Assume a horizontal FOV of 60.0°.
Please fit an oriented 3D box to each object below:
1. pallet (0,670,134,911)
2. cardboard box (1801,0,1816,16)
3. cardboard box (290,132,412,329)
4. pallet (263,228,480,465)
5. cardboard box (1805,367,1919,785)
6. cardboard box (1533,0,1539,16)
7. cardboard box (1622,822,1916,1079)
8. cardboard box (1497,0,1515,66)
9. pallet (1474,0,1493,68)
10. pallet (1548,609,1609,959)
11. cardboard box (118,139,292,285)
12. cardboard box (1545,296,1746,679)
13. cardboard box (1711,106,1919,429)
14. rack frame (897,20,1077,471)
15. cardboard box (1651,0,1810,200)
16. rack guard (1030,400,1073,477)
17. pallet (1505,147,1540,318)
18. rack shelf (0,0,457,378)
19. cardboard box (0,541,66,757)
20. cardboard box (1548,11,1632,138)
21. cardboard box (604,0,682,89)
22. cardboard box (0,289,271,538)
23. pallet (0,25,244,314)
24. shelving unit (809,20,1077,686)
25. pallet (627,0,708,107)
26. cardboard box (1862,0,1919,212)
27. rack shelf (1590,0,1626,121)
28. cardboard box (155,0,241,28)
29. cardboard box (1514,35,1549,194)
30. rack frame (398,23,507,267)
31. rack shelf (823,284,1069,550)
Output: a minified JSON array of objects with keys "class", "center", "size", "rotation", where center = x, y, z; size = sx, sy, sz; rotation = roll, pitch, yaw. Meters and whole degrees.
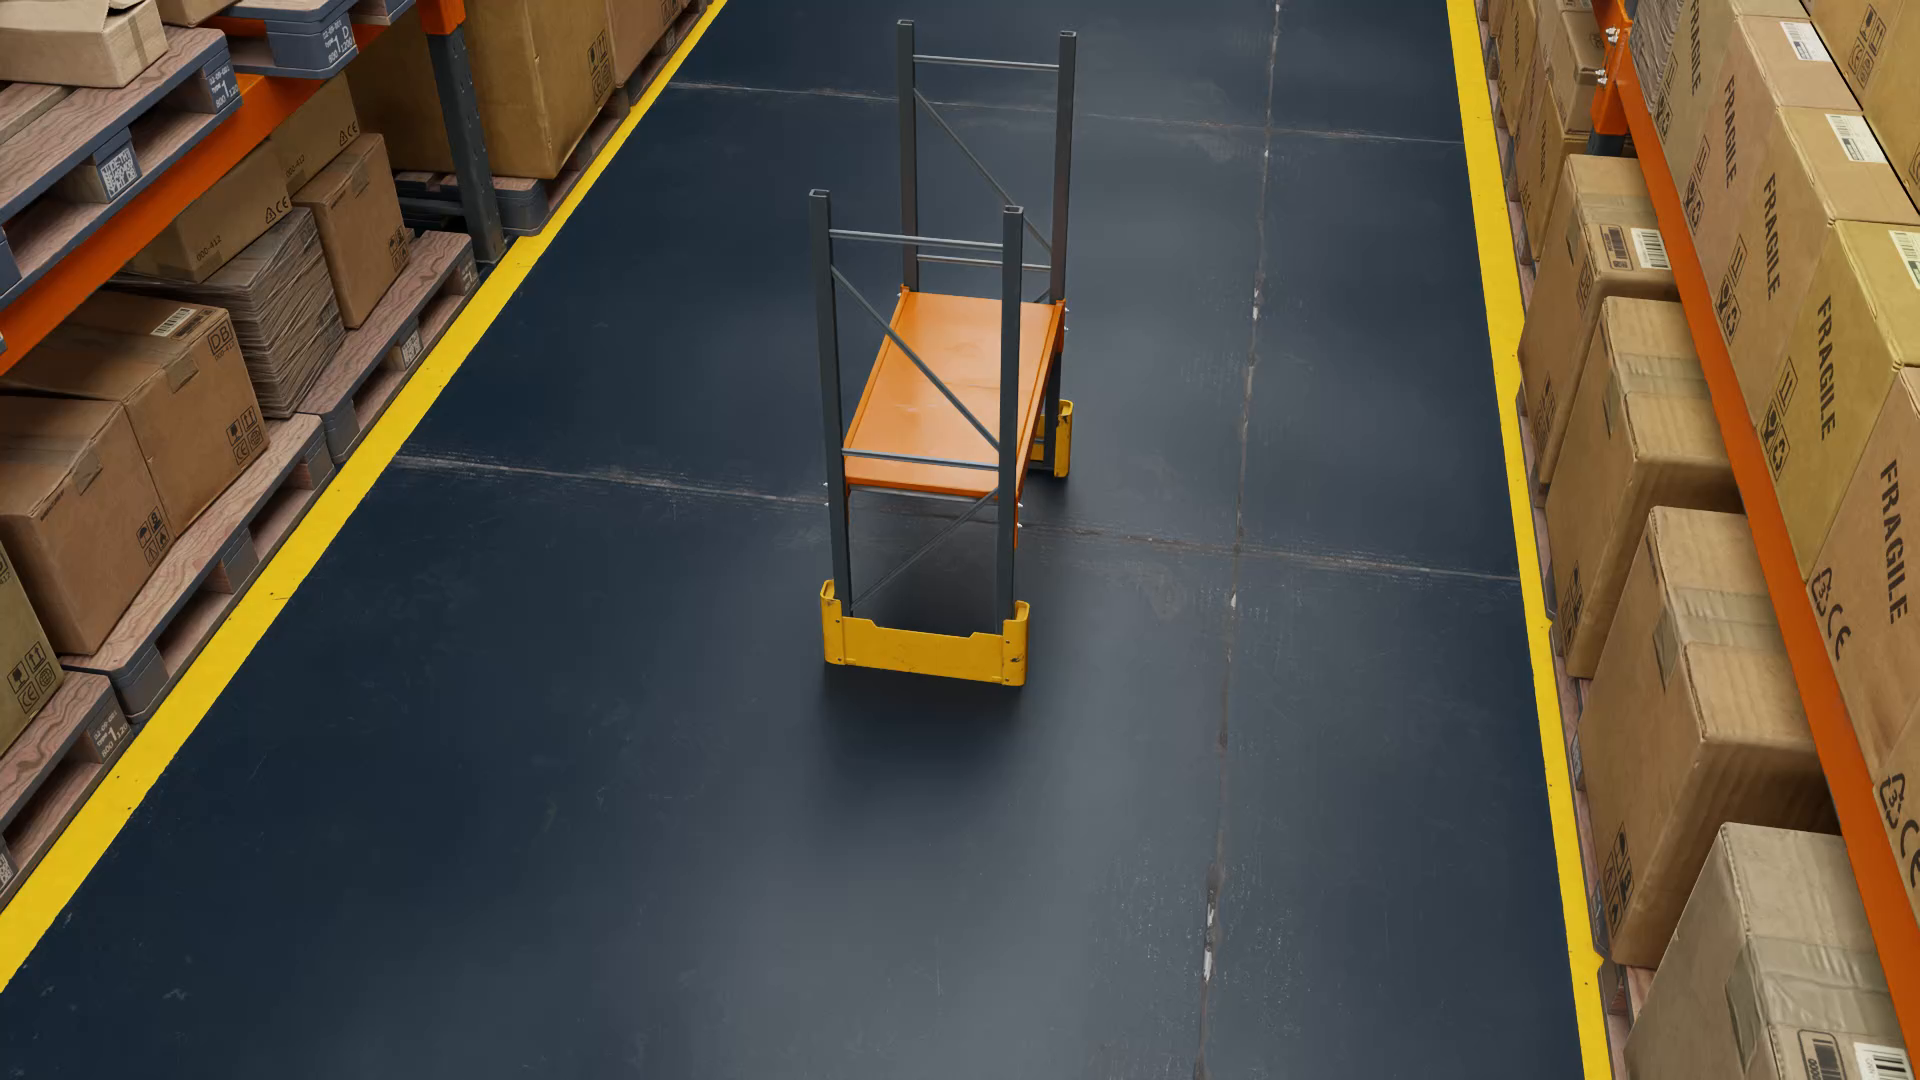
[{"class":"pallet","center":[-2.871,0.770,4.153],"size":[1.003,0.211,1.213],"rotation":[6,40,8]},{"class":"cardboard box","center":[2.381,-1.541,3.897],"size":[0.700,0.500,0.500],"rotation":[6,40,7]},{"class":"cardboard box","center":[-2.409,-1.110,5.854],"size":[0.700,0.500,0.500],"rotation":[4,40,5]},{"class":"pallet","center":[-2.449,-0.761,6.005],"size":[1.003,0.211,1.213],"rotation":[6,40,8]},{"class":"cardboard box","center":[1.777,0.082,2.718],"size":[0.500,0.500,0.500],"rotation":[6,40,7]},{"class":"cardboard box","center":[2.595,-2.297,6.718],"size":[0.500,0.250,0.500],"rotation":[7,40,9]},{"class":"cardboard box","center":[1.882,1.100,3.001],"size":[1.050,0.750,0.750],"rotation":[6,40,7]},{"class":"cardboard box","center":[2.691,-2.328,7.343],"size":[0.500,0.500,0.500],"rotation":[7,40,8]},{"class":"pallet","center":[3.114,-2.663,8.305],"size":[1.003,0.211,1.213],"rotation":[6,40,8]},{"class":"pallet","center":[2.131,0.609,4.348],"size":[1.003,0.211,1.213],"rotation":[6,40,8]},{"class":"cardboard box","center":[-2.481,-1.063,5.210],"size":[0.500,0.250,0.500],"rotation":[11,41,13]},{"class":"cardboard box","center":[2.213,-0.089,4.440],"size":[1.050,0.750,0.750],"rotation":[7,40,8]},{"class":"cardboard box","center":[1.950,-0.554,3.488],"size":[0.500,0.500,0.500],"rotation":[6,40,7]},{"class":"rack frame","center":[0.073,-0.844,5.093],"size":[0.500,1.500,0.032],"rotation":[6,40,8]},{"class":"cardboard box","center":[2.126,-1.183,4.248],"size":[0.500,0.500,0.500],"rotation":[6,40,7]},{"class":"rack guard","center":[0.073,-0.361,5.491],"size":[0.587,0.250,0.087],"rotation":[6,40,8]},{"class":"pallet","center":[2.692,-1.131,6.453],"size":[1.003,0.211,1.213],"rotation":[6,40,8]},{"class":"rack shelf","center":[-2.659,-0.794,4.420],"size":[1.077,0.370,4.000],"rotation":[6,40,8]},{"class":"cardboard box","center":[-2.776,0.298,4.152],"size":[0.700,0.500,0.500],"rotation":[6,40,7]},{"class":"cardboard box","center":[2.415,-1.661,5.949],"size":[0.500,0.250,0.500],"rotation":[6,40,7]},{"class":"cardboard box","center":[-2.011,-2.658,7.449],"size":[1.225,0.875,0.875],"rotation":[7,40,8]},{"class":"cardboard box","center":[-2.583,-0.404,5.000],"size":[0.700,0.500,0.500],"rotation":[10,41,11]},{"class":"pallet","center":[-2.615,-1.005,4.262],"size":[1.003,0.211,1.213],"rotation":[6,40,8]},{"class":"shelving unit","center":[-0.013,-0.530,4.714],"size":[0.587,1.500,1.083],"rotation":[6,40,8]},{"class":"pallet","center":[-1.888,-2.501,8.110],"size":[1.003,0.211,1.213],"rotation":[6,40,8]},{"class":"cardboard box","center":[2.207,-0.898,3.119],"size":[0.700,0.500,0.500],"rotation":[6,40,7]},{"class":"rack shelf","center":[2.901,-2.694,6.719],"size":[1.077,0.370,4.000],"rotation":[6,40,8]},{"class":"cardboard box","center":[-2.365,-1.822,4.691],"size":[0.700,0.500,0.500],"rotation":[12,41,14]},{"class":"cardboard box","center":[2.505,-1.682,6.562],"size":[0.500,0.500,0.500],"rotation":[8,40,9]},{"class":"rack frame","center":[-2.313,-2.326,5.709],"size":[1.000,3.000,0.127],"rotation":[6,40,8]},{"class":"rack shelf","center":[-0.015,-0.386,4.822],"size":[0.538,0.185,1.000],"rotation":[6,40,8]}]
